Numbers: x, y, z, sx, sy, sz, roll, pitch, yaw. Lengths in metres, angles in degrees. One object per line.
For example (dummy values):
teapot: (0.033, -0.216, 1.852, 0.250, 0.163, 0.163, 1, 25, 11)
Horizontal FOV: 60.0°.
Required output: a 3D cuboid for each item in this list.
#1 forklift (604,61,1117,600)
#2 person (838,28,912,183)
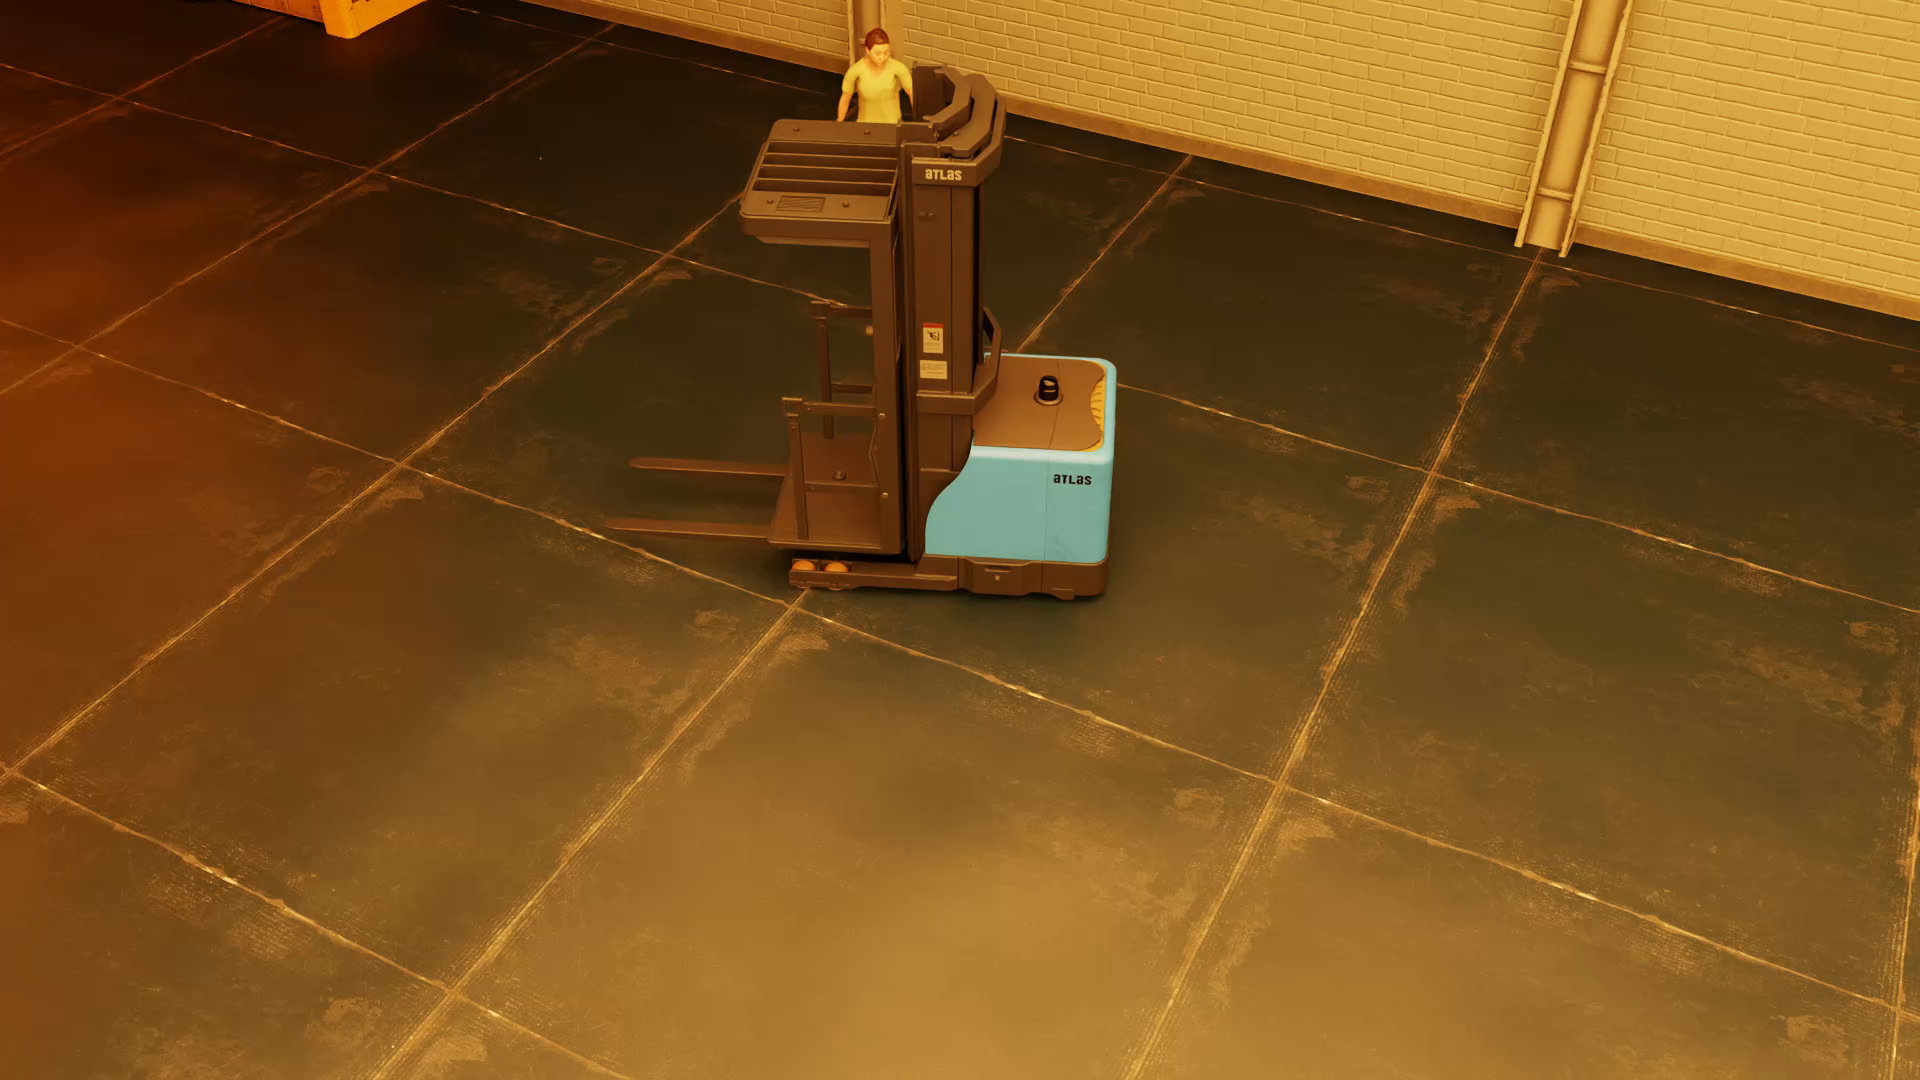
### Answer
forklift: (-0.606, -1.157, 9.360, 3.031, 2.935, 1.130, 3, 40, 4)
person: (-0.590, -3.108, 12.674, 0.697, 1.650, 0.391, -4, 40, -5)
